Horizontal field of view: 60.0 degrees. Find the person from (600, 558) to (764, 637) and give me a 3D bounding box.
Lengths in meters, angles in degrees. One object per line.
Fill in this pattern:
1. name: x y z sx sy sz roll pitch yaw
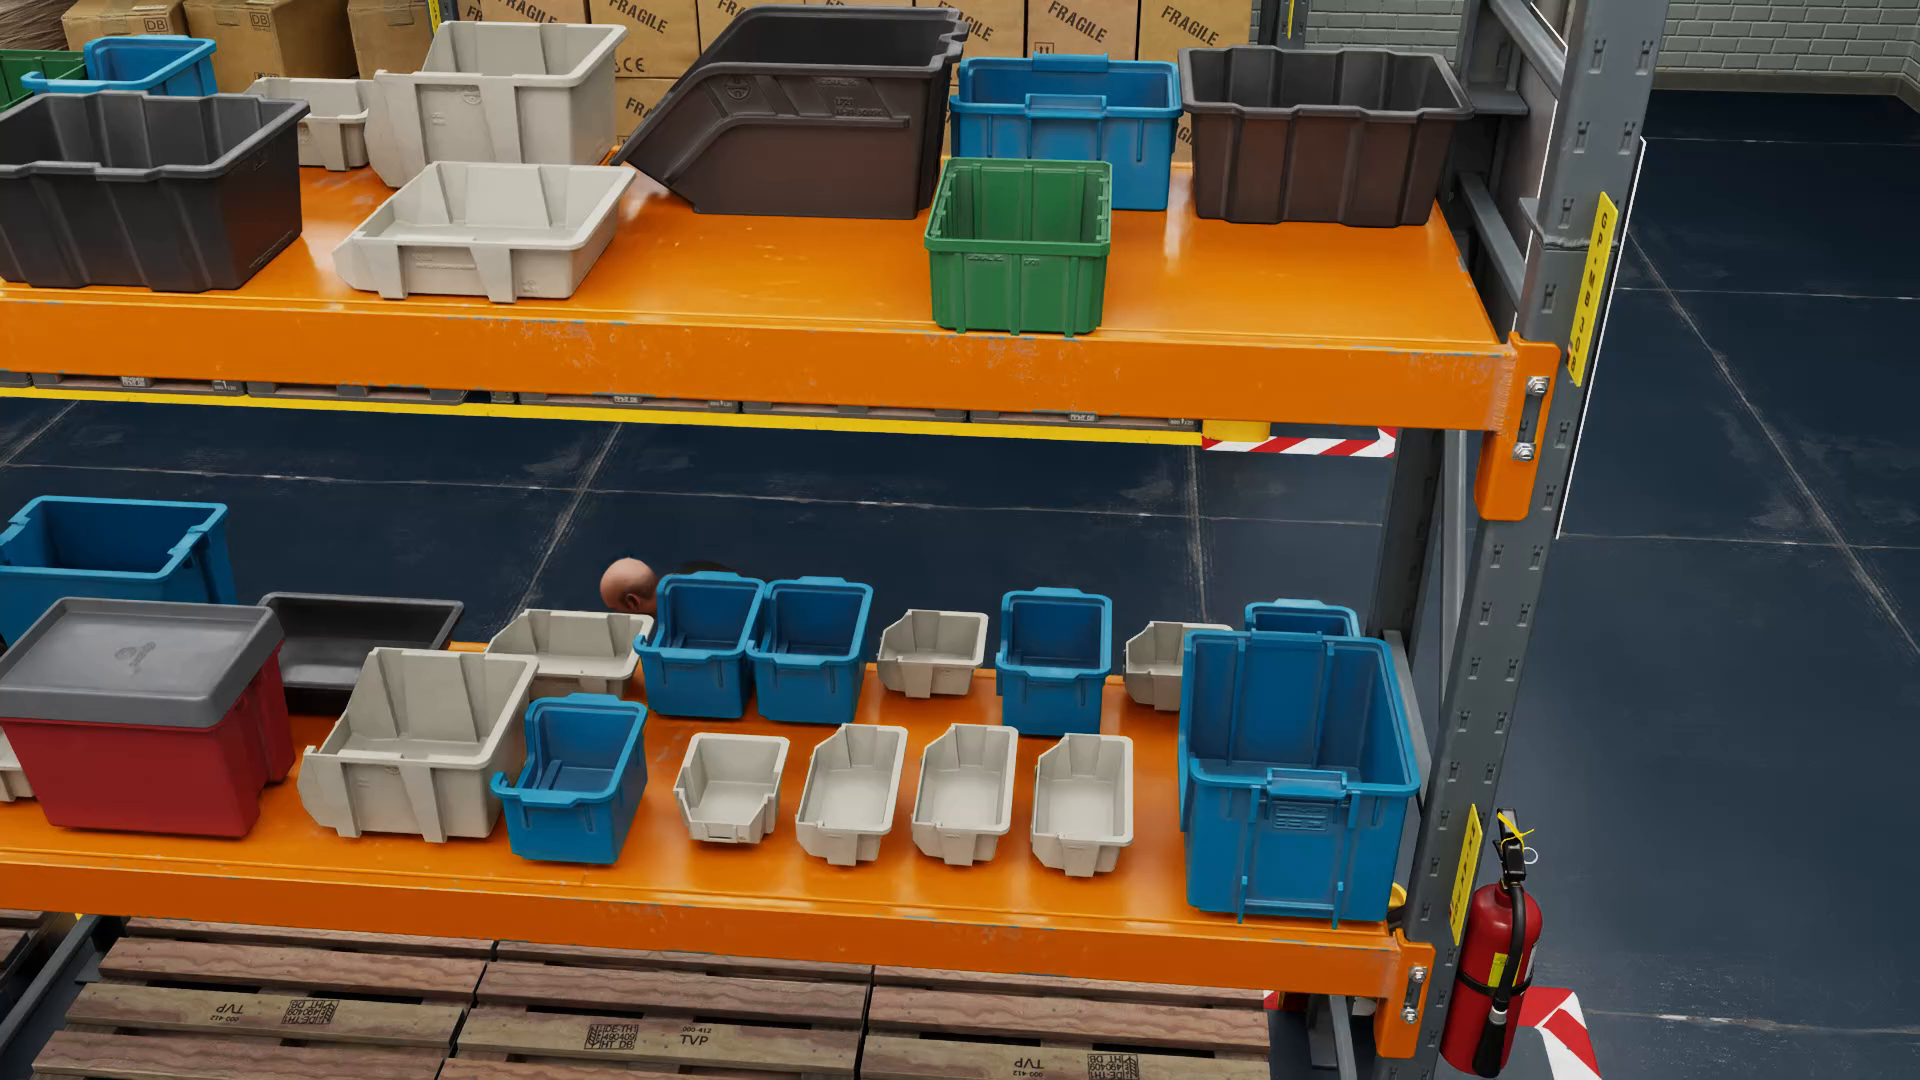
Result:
1. person: -0.825 0.525 5.943 0.837 1.062 0.553 2 32 4
